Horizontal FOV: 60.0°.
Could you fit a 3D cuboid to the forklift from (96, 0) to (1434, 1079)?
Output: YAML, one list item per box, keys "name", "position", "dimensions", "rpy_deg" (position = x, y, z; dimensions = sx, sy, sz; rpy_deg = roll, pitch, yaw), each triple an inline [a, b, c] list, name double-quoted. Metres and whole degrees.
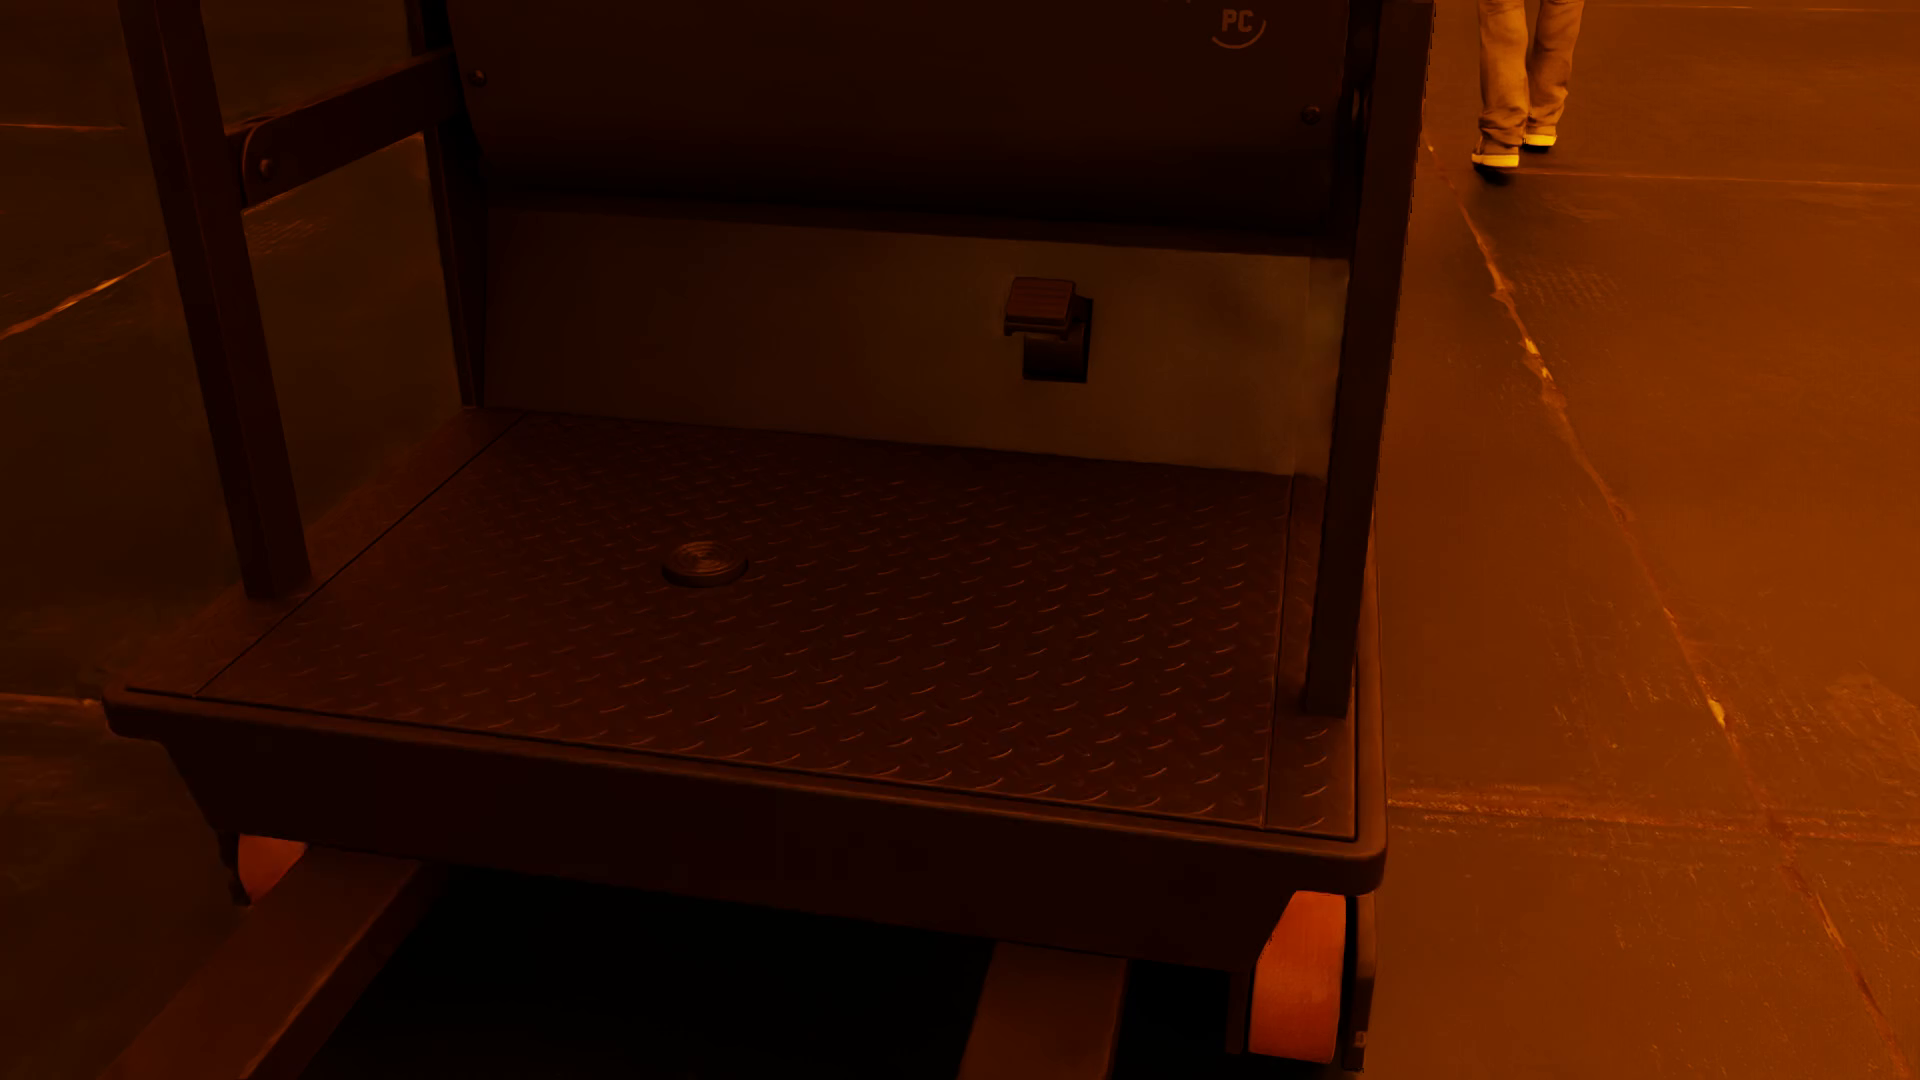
- name: "forklift"
  position: [-0.118, -1.013, 1.248]
  dimensions: [1.130, 2.935, 3.031]
  rpy_deg: [5, 27, 11]

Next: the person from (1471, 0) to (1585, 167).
- name: "person"
  position: [1.577, -1.767, 4.301]
  dimensions: [0.822, 1.579, 0.708]
  rpy_deg: [5, 27, 10]
